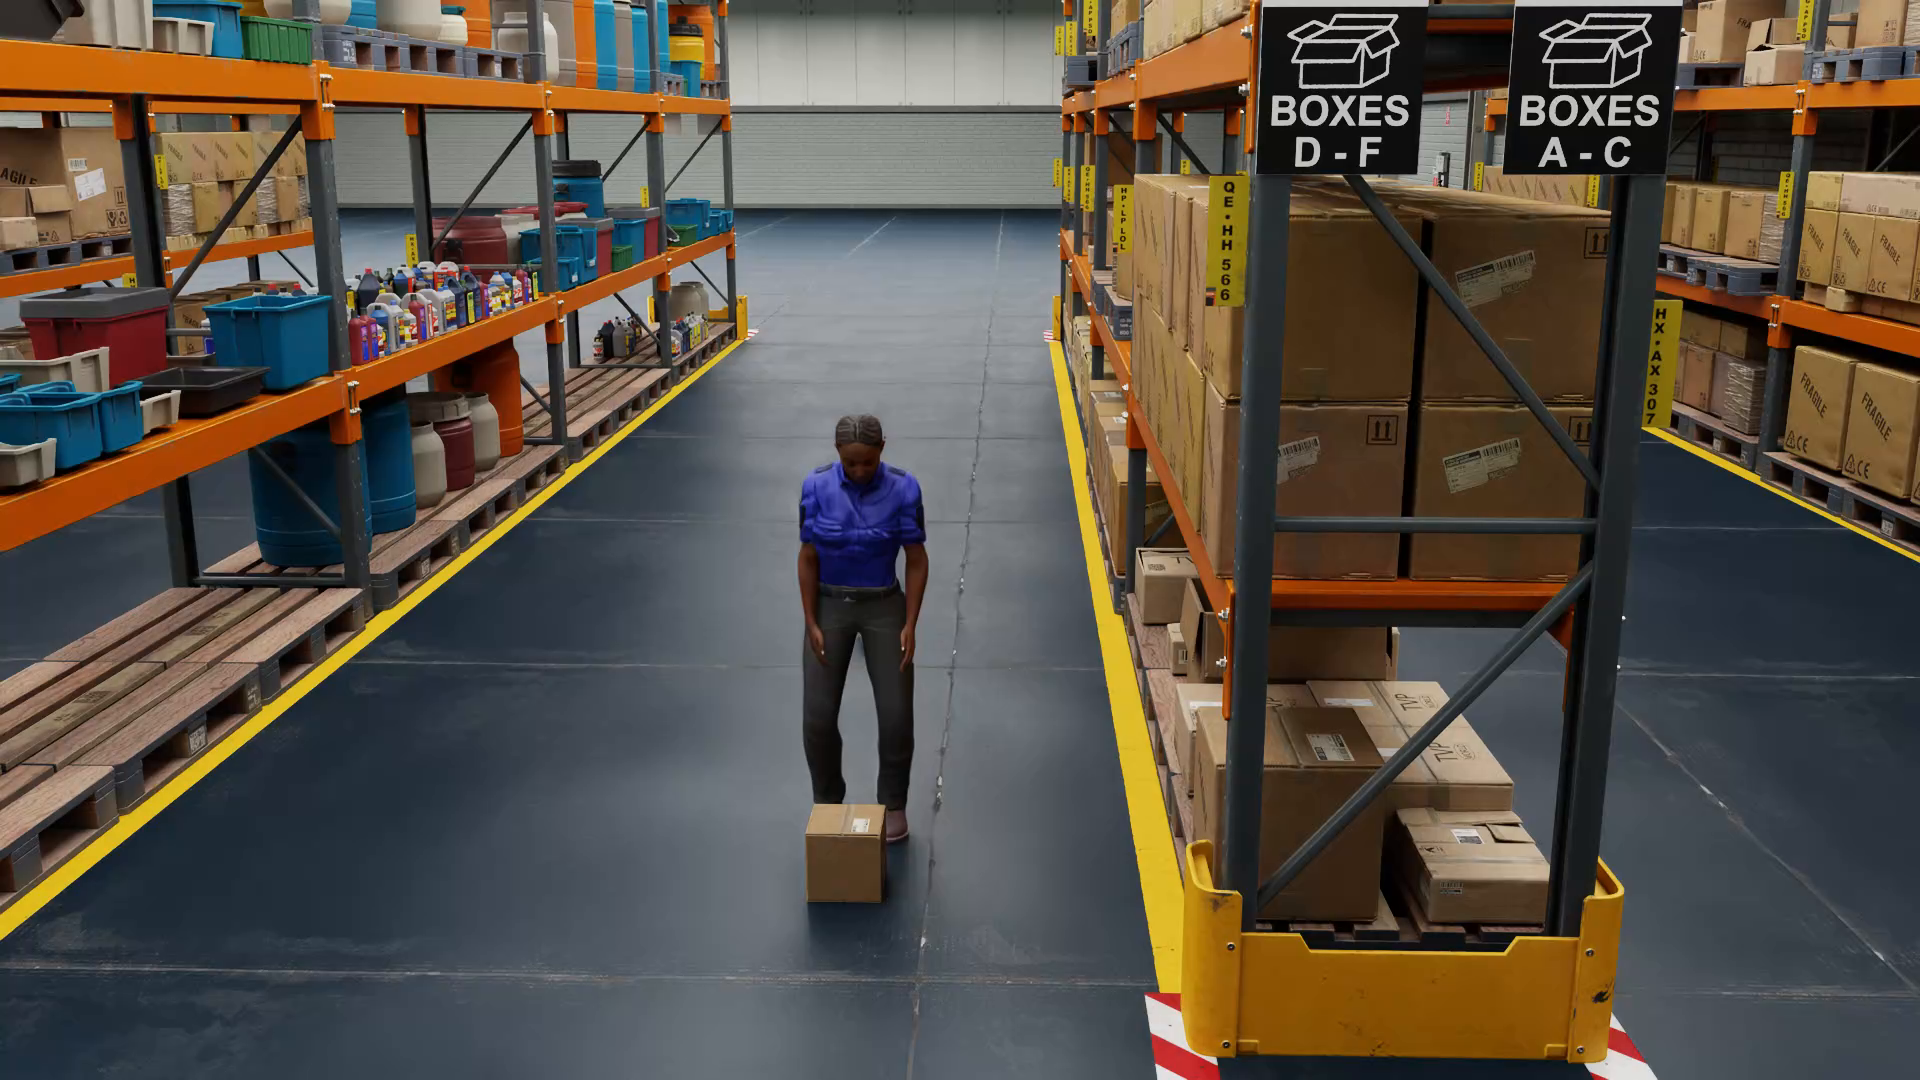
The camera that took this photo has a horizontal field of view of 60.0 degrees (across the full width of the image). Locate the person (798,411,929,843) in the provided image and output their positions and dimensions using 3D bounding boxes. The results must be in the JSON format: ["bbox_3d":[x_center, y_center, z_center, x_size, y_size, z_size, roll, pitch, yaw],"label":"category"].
[{"bbox_3d":[-0.342,0.308,5.960,0.465,1.583,0.411,1,14,3],"label":"person"}]
